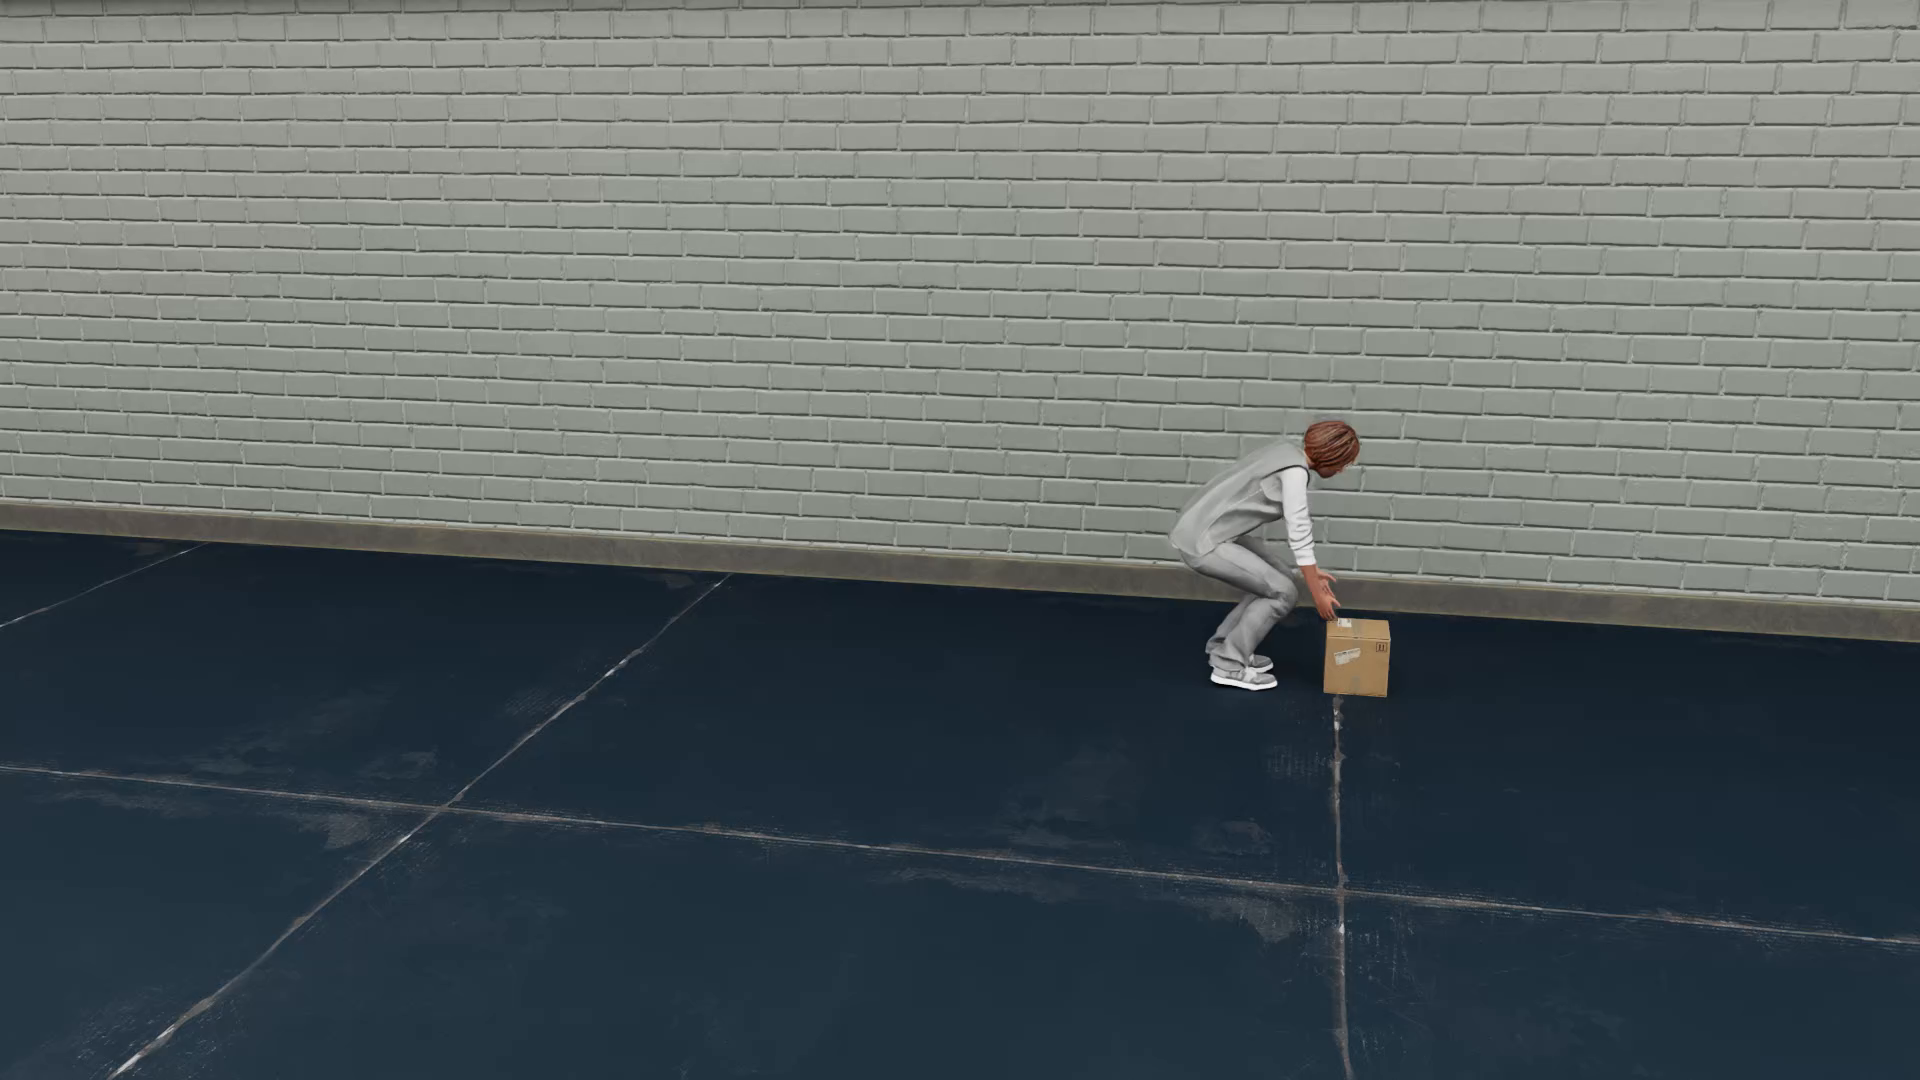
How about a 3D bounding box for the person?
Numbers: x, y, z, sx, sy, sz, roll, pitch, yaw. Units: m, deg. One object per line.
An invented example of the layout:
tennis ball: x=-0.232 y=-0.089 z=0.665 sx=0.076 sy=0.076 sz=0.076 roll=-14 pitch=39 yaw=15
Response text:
person: x=1.235 y=0.042 z=6.843 sx=0.745 sy=1.102 sz=0.460 roll=3 pitch=15 yaw=11
